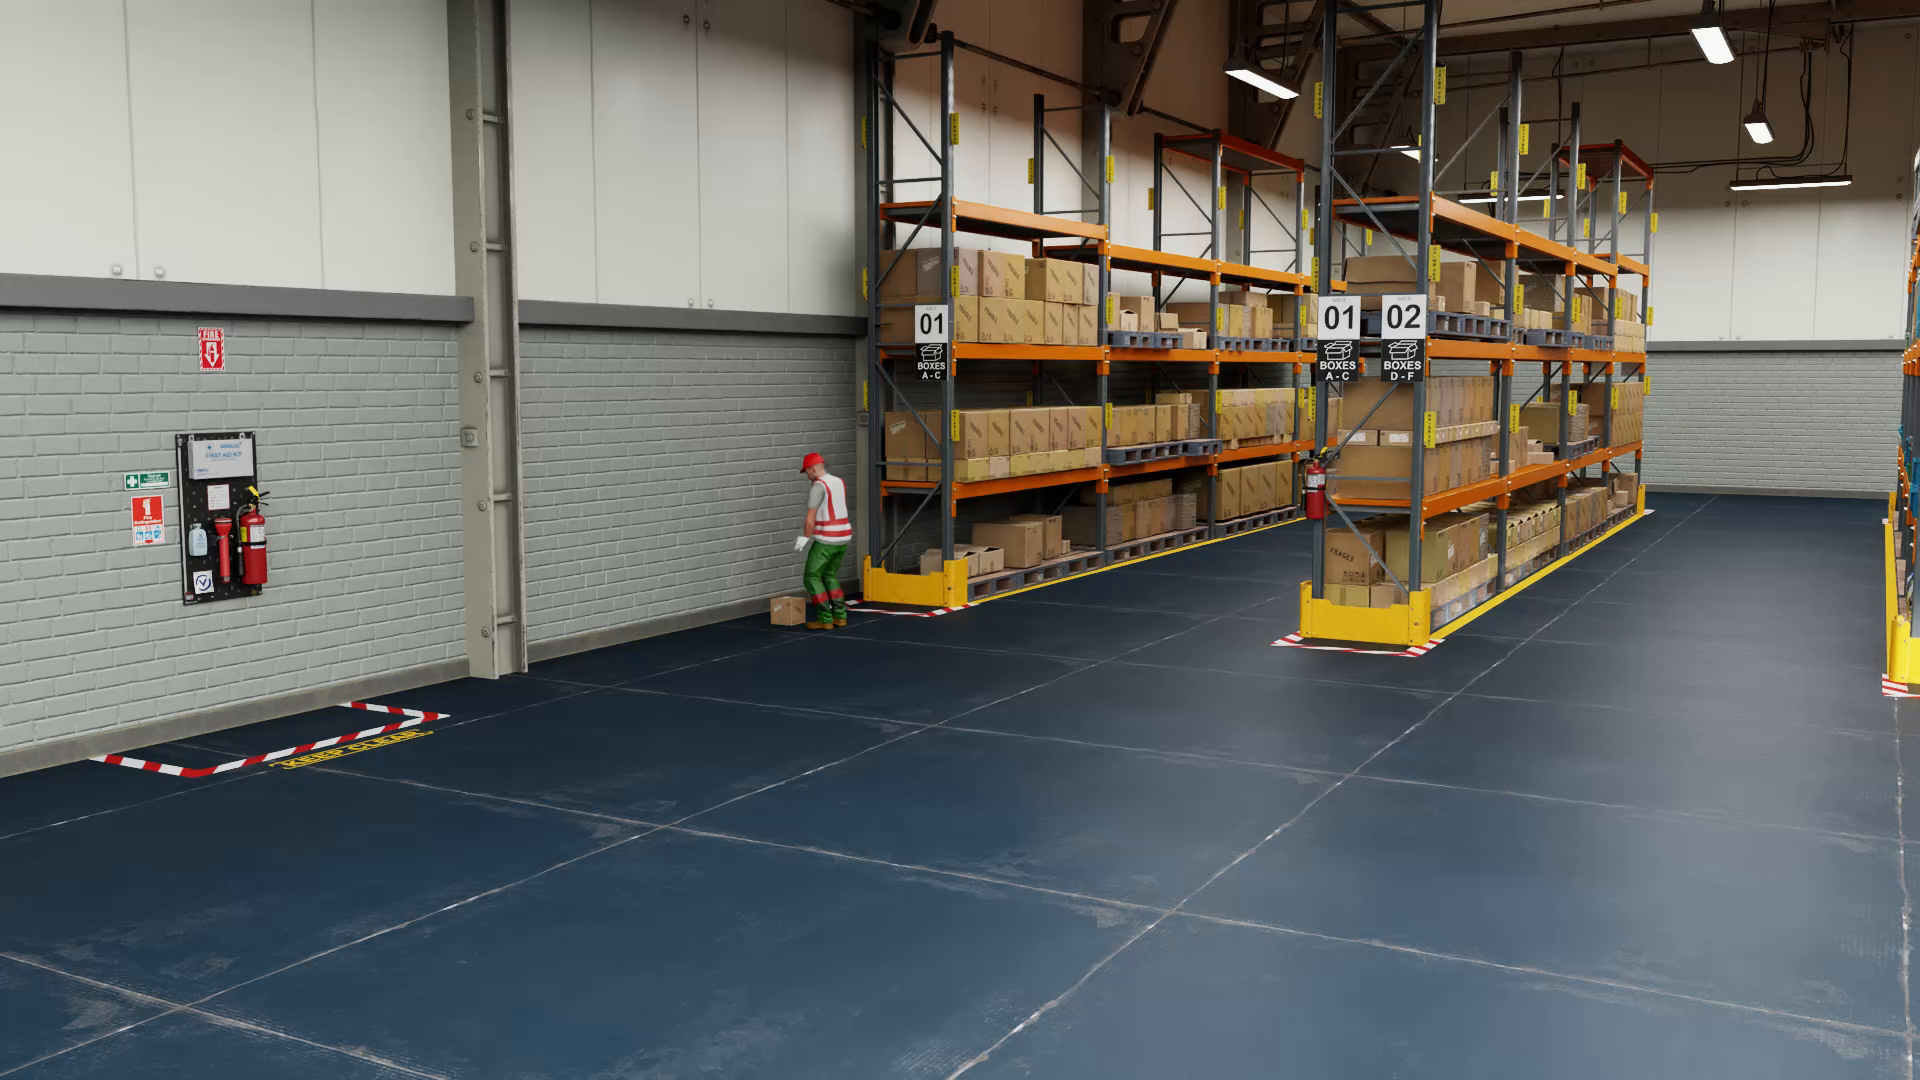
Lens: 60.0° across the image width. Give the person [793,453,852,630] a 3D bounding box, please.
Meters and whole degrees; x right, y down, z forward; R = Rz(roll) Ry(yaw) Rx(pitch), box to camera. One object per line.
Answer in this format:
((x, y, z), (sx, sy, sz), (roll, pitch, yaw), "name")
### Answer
((-1.339, 0.008, 16.265), (0.496, 1.712, 0.551), (3, 7, 30), "person")
